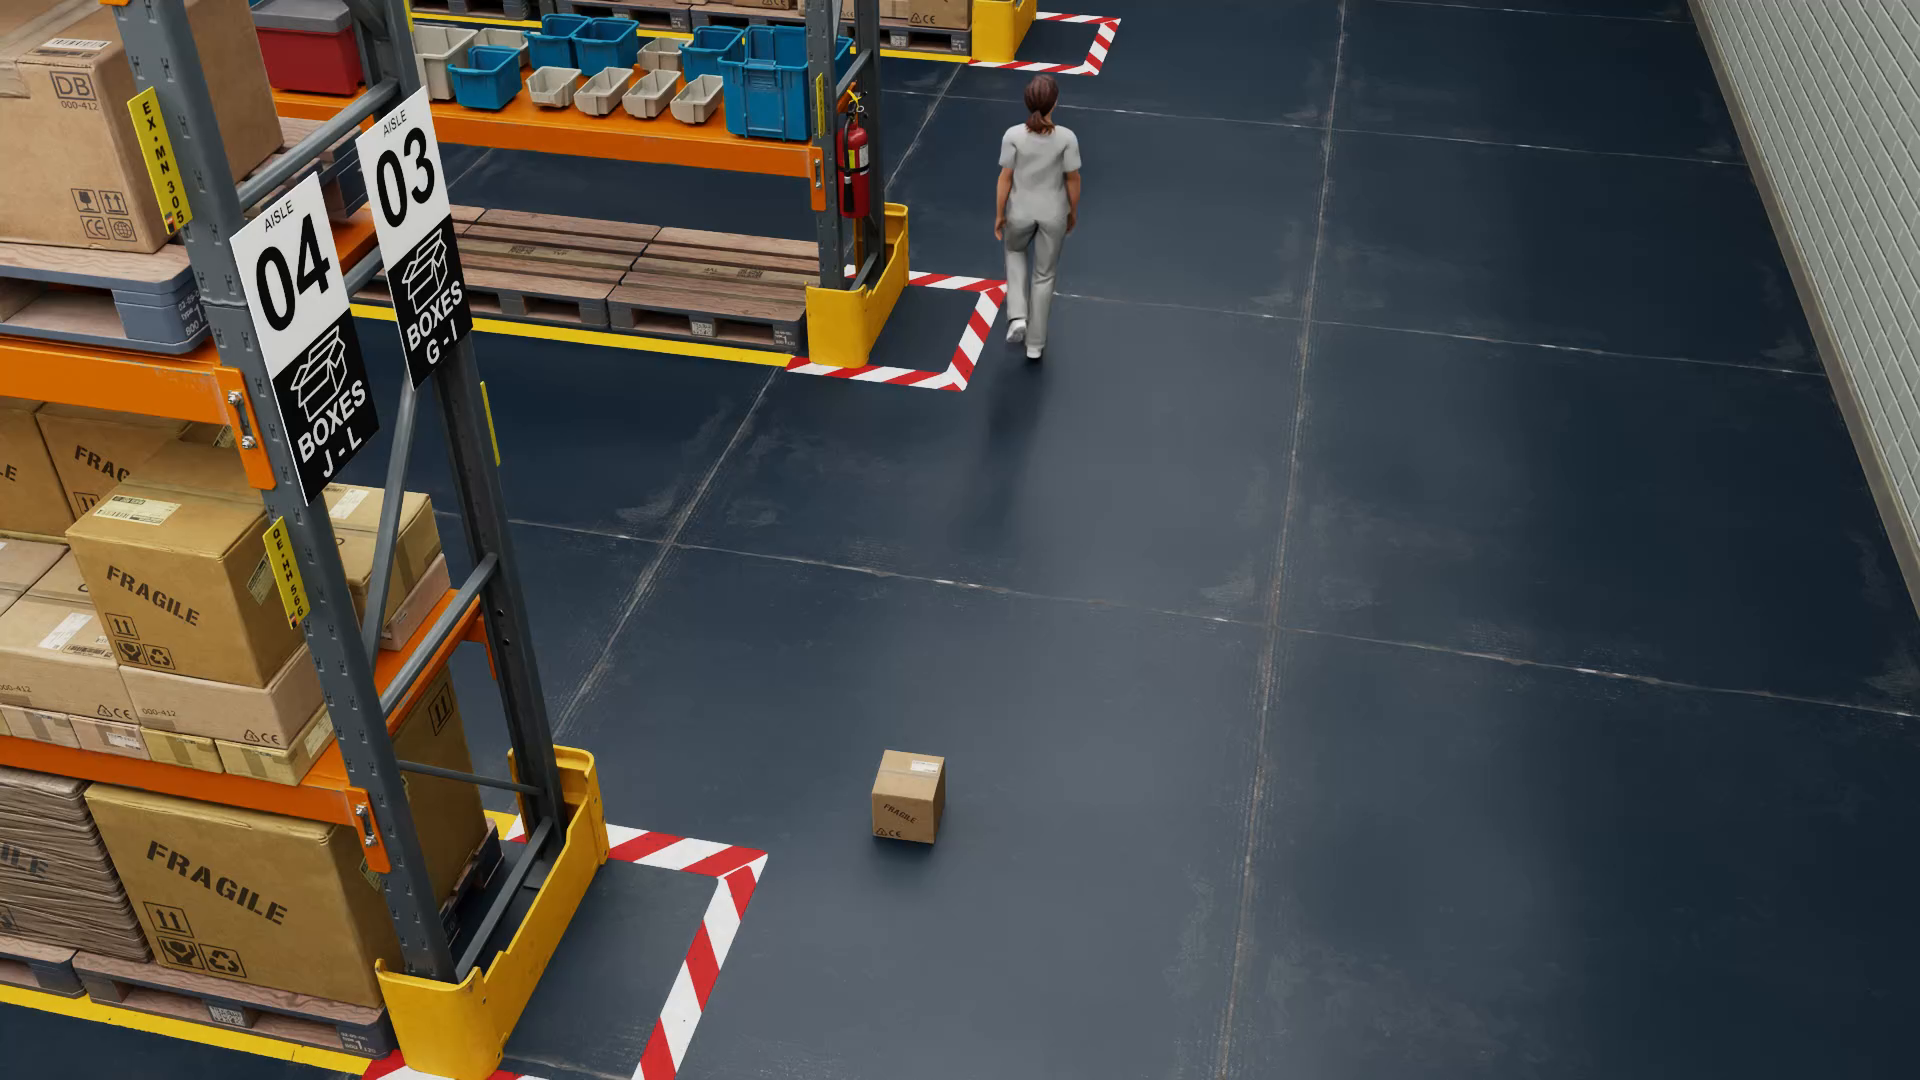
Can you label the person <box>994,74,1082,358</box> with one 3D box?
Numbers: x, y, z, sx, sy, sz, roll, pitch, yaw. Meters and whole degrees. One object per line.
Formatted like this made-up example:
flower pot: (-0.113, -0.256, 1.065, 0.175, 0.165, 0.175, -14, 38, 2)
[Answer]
person: (0.442, -1.833, 9.397, 0.473, 1.690, 0.470, 5, 37, 6)
